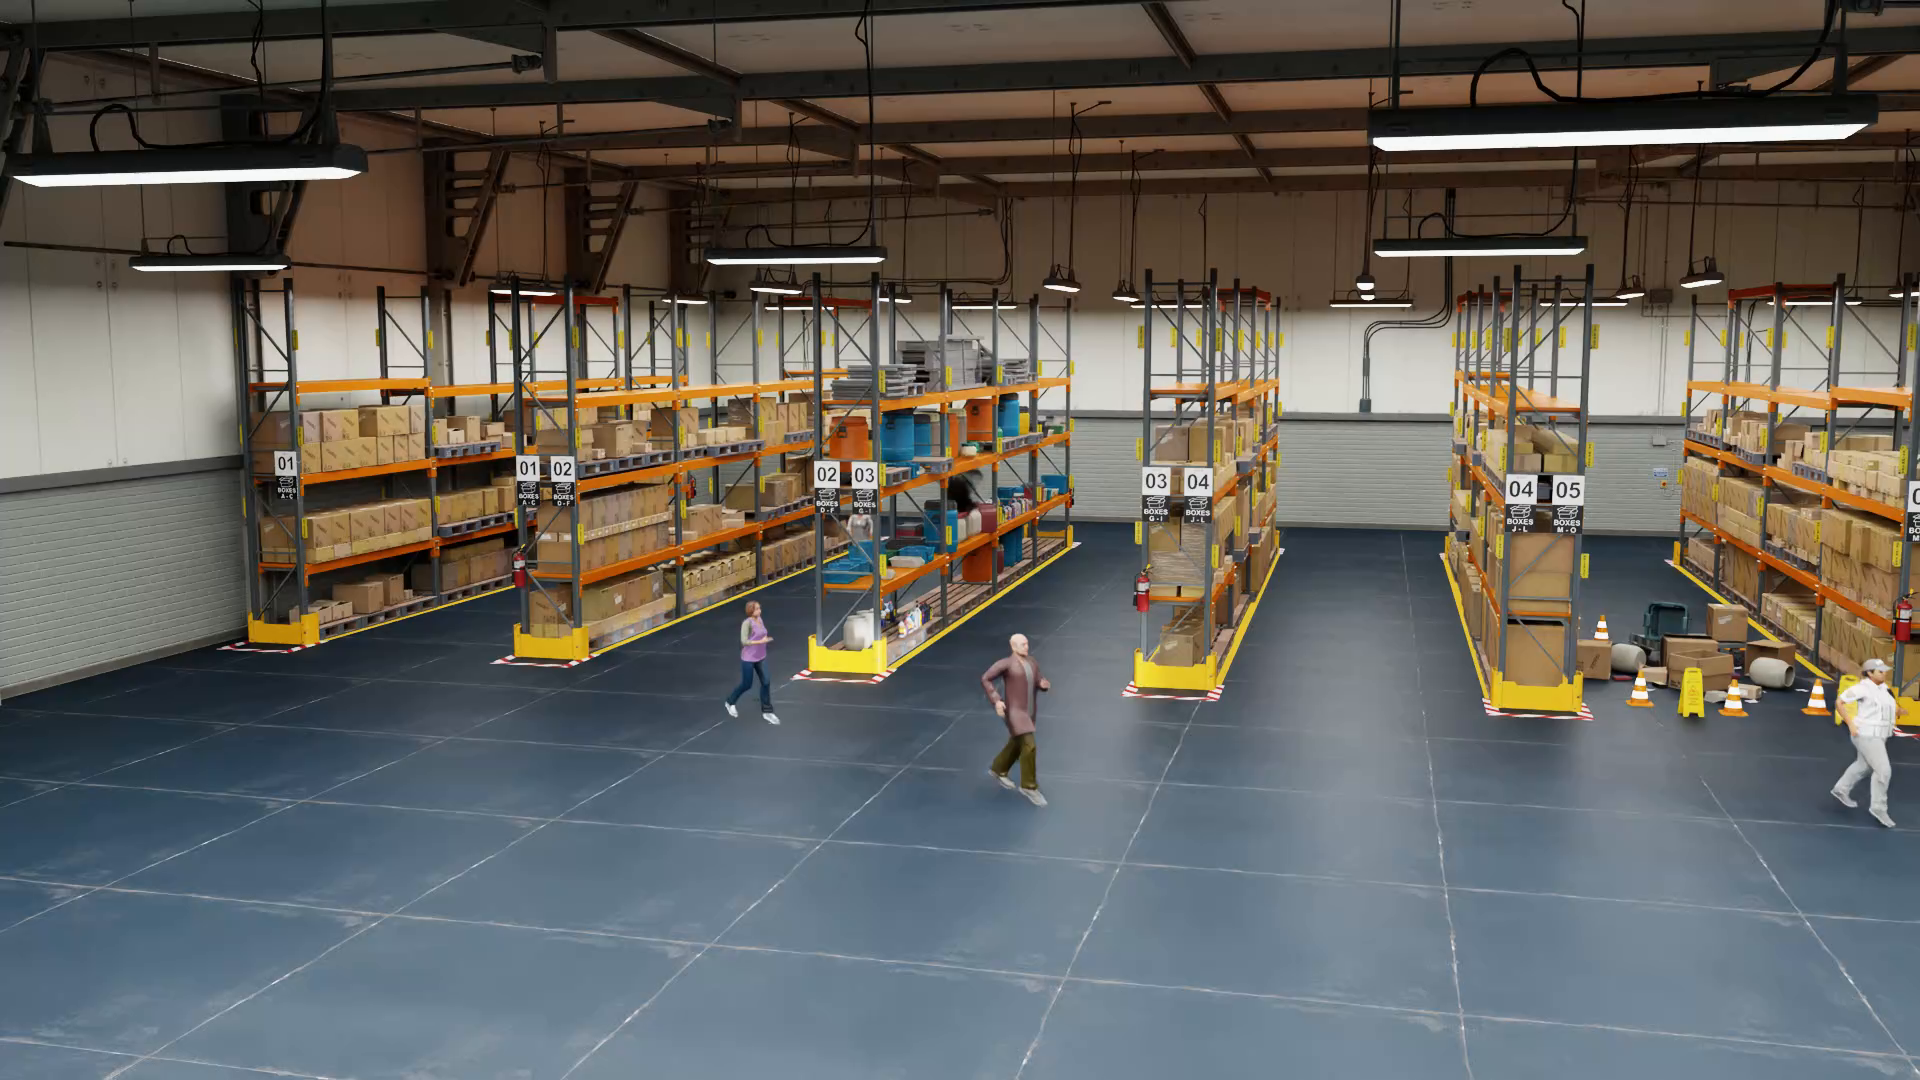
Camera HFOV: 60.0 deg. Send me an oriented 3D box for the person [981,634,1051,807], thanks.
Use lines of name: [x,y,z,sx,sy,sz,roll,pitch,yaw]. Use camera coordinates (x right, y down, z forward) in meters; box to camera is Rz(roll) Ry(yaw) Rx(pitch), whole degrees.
person: [0.649,1.935,18.195,0.873,1.835,0.677,5,9,37]

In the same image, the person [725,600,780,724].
person: [-2.731,1.583,21.782,0.831,1.611,0.566,4,8,30]

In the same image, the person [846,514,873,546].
person: [-1.954,0.070,32.364,0.529,1.572,0.577,1,7,7]

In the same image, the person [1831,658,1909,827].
person: [9.545,2.092,17.480,0.579,1.727,0.770,-5,9,-36]
